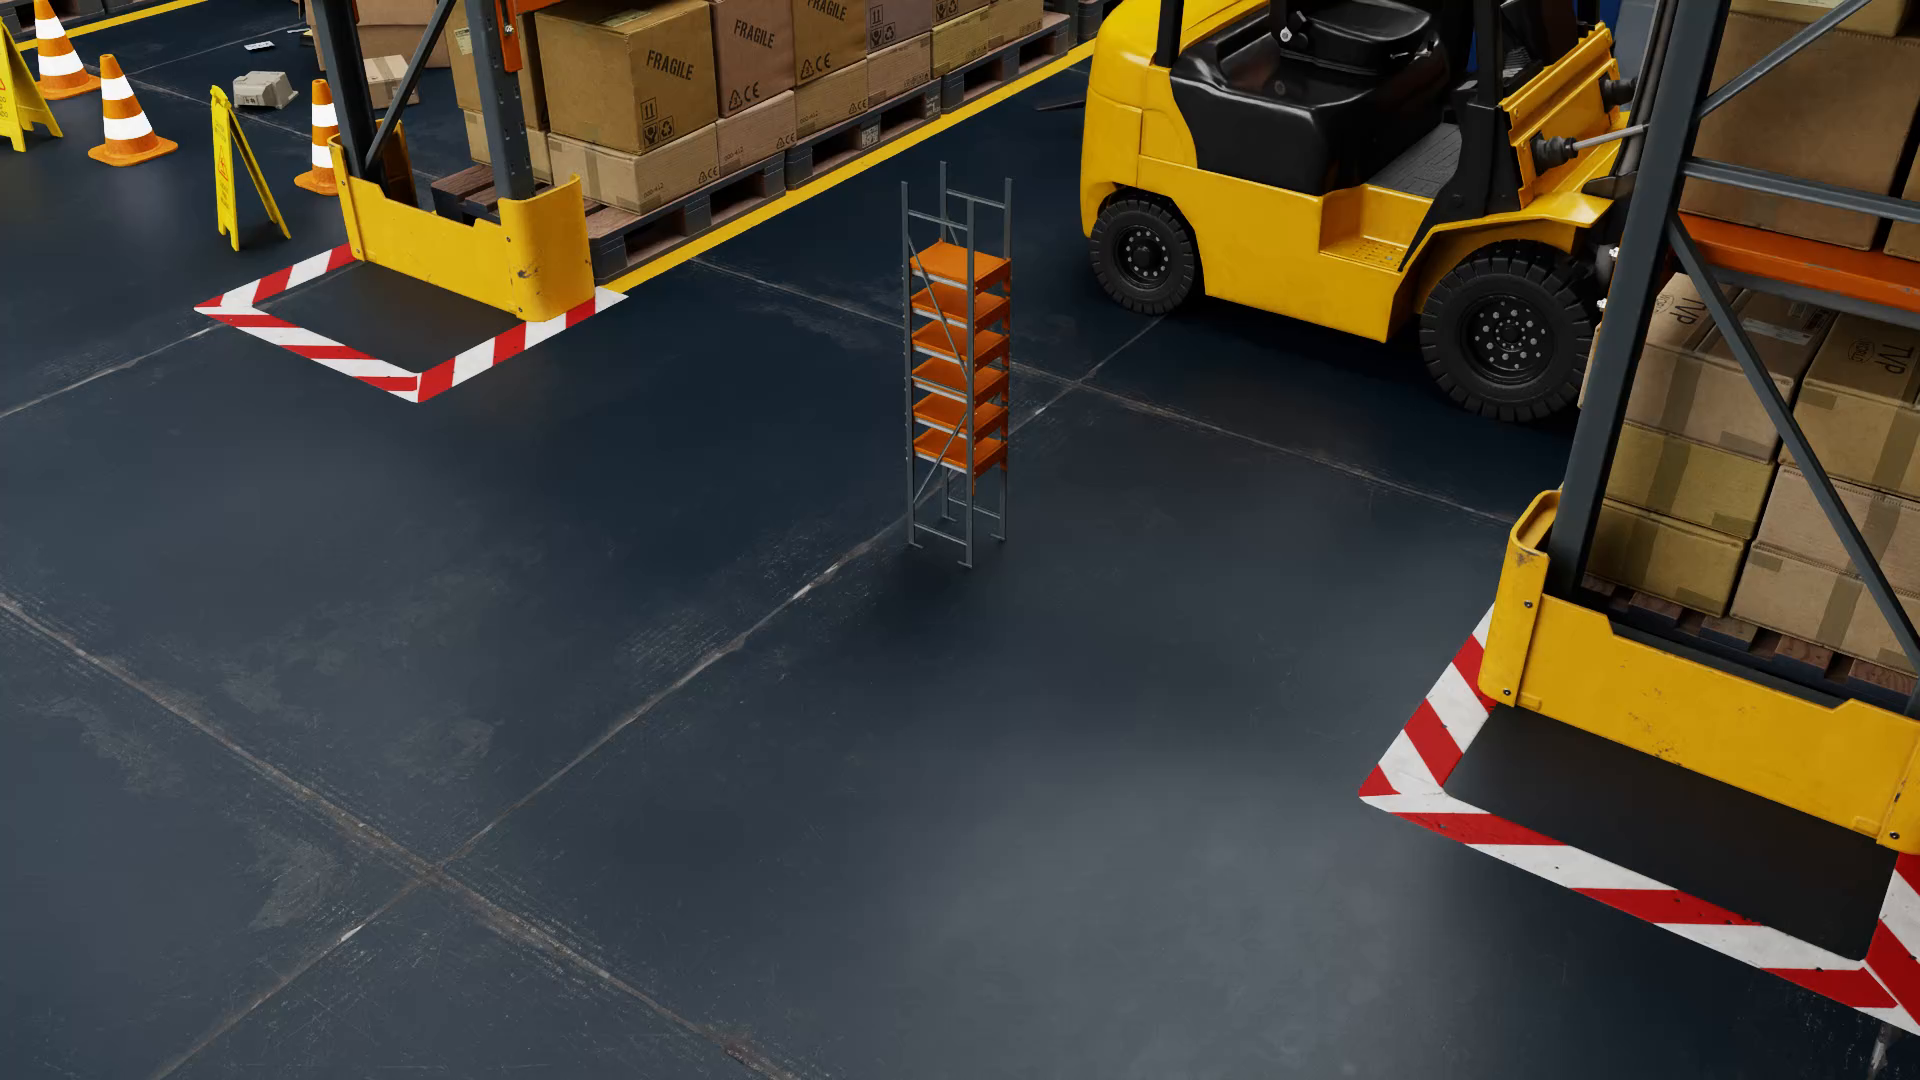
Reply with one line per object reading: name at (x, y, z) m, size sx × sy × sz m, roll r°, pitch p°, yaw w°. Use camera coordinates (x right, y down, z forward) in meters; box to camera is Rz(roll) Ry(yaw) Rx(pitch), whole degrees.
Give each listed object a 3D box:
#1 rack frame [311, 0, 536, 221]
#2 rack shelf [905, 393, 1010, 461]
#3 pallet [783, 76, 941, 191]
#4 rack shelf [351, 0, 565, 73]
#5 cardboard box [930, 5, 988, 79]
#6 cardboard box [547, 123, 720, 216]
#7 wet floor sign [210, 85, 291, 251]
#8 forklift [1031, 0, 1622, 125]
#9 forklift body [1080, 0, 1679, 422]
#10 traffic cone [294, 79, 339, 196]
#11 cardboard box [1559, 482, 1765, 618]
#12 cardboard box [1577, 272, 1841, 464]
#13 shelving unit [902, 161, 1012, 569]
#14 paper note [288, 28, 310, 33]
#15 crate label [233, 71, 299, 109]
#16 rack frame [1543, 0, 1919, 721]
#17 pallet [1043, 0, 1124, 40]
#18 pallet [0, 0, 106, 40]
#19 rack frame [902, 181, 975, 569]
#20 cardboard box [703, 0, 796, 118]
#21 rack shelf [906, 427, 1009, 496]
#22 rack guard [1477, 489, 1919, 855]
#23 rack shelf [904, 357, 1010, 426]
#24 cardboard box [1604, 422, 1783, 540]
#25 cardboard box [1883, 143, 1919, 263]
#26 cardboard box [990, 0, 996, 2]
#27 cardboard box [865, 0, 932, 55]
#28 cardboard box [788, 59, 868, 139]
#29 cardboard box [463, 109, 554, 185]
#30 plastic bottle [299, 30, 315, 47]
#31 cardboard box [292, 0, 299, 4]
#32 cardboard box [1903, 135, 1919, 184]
rack frame at (-2.067, -2.311, 5.989) m, size 1.000 × 3.000 × 0.127 m, roll 21°, pitch 39°, yaw 28°
rack shelf at (-0.008, -0.354, 4.996) m, size 0.258 × 0.103 × 0.180 m, roll 21°, pitch 39°, yaw 28°
pallet at (-0.835, -2.112, 8.185) m, size 1.003 × 0.211 × 1.213 m, roll 21°, pitch 39°, yaw 28°
rack shelf at (-0.926, -2.933, 7.552) m, size 1.077 × 0.370 × 4.000 m, roll 21°, pitch 39°, yaw 28°
cardboard box at (-0.198, -2.580, 8.468) m, size 0.500 × 0.250 × 0.500 m, roll 20°, pitch 39°, yaw 27°
cardboard box at (-1.380, -1.629, 7.060) m, size 0.500 × 0.250 × 0.500 m, roll 21°, pitch 39°, yaw 28°
wet floor sign at (-3.054, -1.590, 7.025) m, size 0.232 × 0.644 × 0.267 m, roll -22°, pitch 40°, yaw -29°
forklift at (1.814, -3.345, 7.580) m, size 3.031 × 2.935 × 1.130 m, roll -18°, pitch 38°, yaw -24°
forklift body at (1.596, -1.831, 6.037) m, size 2.313 × 2.155 × 1.214 m, roll 21°, pitch 39°, yaw 28°
traffic cone at (-2.881, -1.870, 7.602) m, size 0.336 × 0.463 × 0.334 m, roll 21°, pitch 39°, yaw 28°
cardboard box at (2.021, -0.079, 4.769) m, size 0.500 × 0.250 × 0.500 m, roll 22°, pitch 40°, yaw 28°
cardboard box at (2.019, -0.488, 4.480) m, size 0.500 × 0.250 × 0.500 m, roll 23°, pitch 40°, yaw 30°
shelving unit at (-0.008, -0.490, 4.904) m, size 0.258 × 1.200 × 0.189 m, roll 21°, pitch 39°, yaw 28°
paper note at (-3.810, -2.937, 9.584) m, size 0.123 × 0.001 × 0.032 m, roll -15°, pitch 37°, yaw -21°
crate label at (-3.590, -2.314, 8.550) m, size 0.250 × 0.136 × 0.298 m, roll 3°, pitch 34°, yaw 4°
rack frame at (2.013, -0.727, 3.647) m, size 1.000 × 3.000 × 0.127 m, roll 21°, pitch 39°, yaw 28°
pallet at (0.657, -3.355, 10.023) m, size 1.003 × 0.211 × 1.213 m, roll 21°, pitch 39°, yaw 28°
pallet at (-5.799, -3.083, 9.621) m, size 1.003 × 0.211 × 1.213 m, roll 21°, pitch 39°, yaw 28°
rack frame at (-0.060, -0.448, 4.842) m, size 0.240 × 1.200 × 0.006 m, roll 21°, pitch 39°, yaw 28°
cardboard box at (-1.072, -2.192, 7.224) m, size 0.500 × 0.500 × 0.500 m, roll 20°, pitch 39°, yaw 27°
rack shelf at (-0.008, -0.255, 5.063) m, size 0.258 × 0.103 × 0.180 m, roll 21°, pitch 39°, yaw 28°
rack guard at (1.999, 0.320, 4.331) m, size 1.175 × 0.500 × 0.348 m, roll 21°, pitch 39°, yaw 28°
rack shelf at (-0.008, -0.454, 4.929) m, size 0.258 × 0.103 × 0.180 m, roll 21°, pitch 39°, yaw 28°
cardboard box at (2.034, -0.293, 4.639) m, size 0.500 × 0.250 × 0.500 m, roll 21°, pitch 39°, yaw 28°
cardboard box at (2.524, -0.908, 3.825) m, size 0.500 × 0.500 × 0.500 m, roll 23°, pitch 40°, yaw 30°
cardboard box at (0.097, -3.139, 8.624) m, size 0.500 × 0.500 × 0.500 m, roll 21°, pitch 39°, yaw 28°
cardboard box at (-0.481, -2.669, 7.930) m, size 0.500 × 0.500 × 0.500 m, roll 24°, pitch 41°, yaw 31°
cardboard box at (-0.782, -2.116, 7.781) m, size 0.500 × 0.250 × 0.500 m, roll 24°, pitch 41°, yaw 31°
cardboard box at (-1.813, -1.815, 7.335) m, size 0.500 × 0.250 × 0.500 m, roll 21°, pitch 39°, yaw 28°
plastic bottle at (-3.616, -2.878, 9.451) m, size 0.133 × 0.061 × 0.283 m, roll 8°, pitch 35°, yaw 12°
cardboard box at (-3.952, -3.609, 10.139) m, size 0.500 × 0.500 × 0.500 m, roll 29°, pitch 44°, yaw 36°
cardboard box at (2.381, -1.315, 4.427) m, size 0.500 × 0.500 × 0.500 m, roll 23°, pitch 40°, yaw 30°
